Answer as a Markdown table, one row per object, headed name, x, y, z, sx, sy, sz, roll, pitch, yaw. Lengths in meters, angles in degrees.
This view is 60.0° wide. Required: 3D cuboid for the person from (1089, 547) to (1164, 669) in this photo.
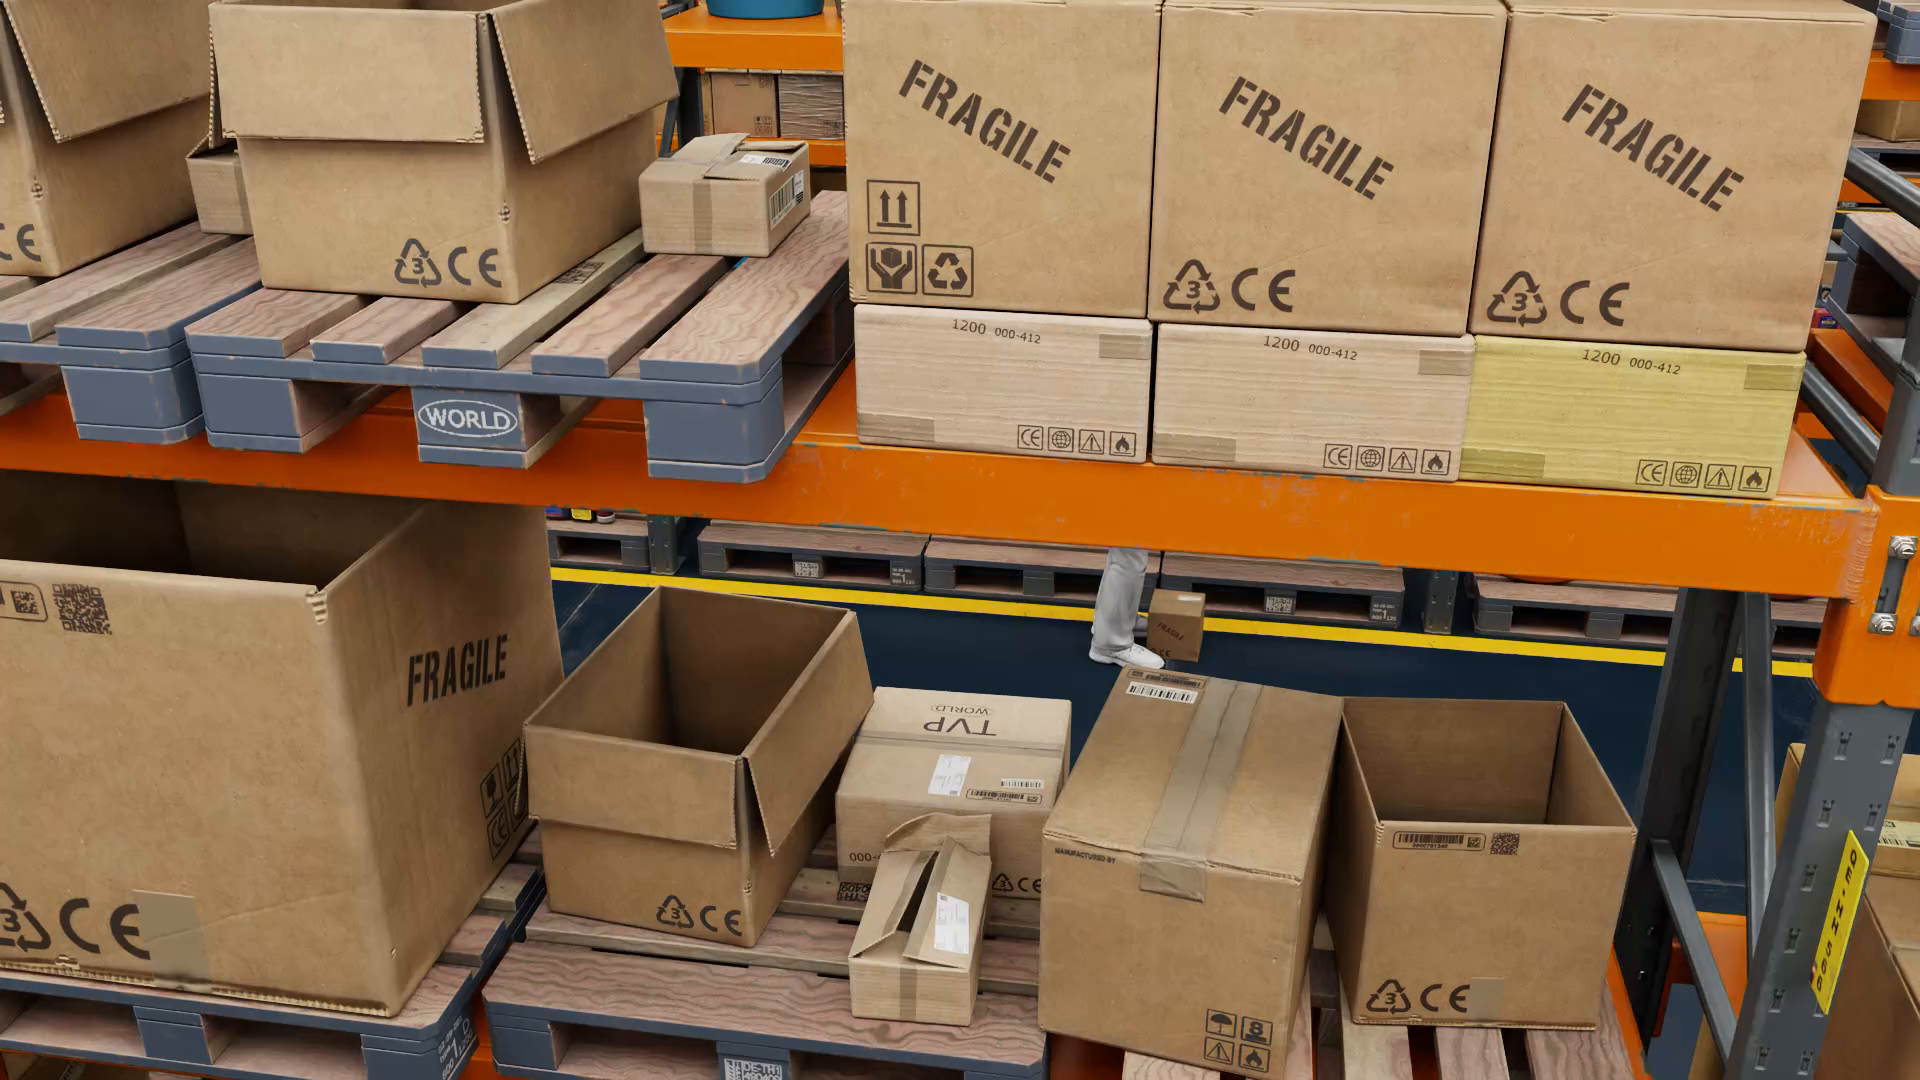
| name | x | y | z | sx | sy | sz | roll | pitch | yaw |
| --- | --- | --- | --- | --- | --- | --- | --- | --- | --- |
| person | 0.797 | -0.301 | 7.783 | 0.429 | 1.772 | 0.648 | 2 | 25 | 5 |
